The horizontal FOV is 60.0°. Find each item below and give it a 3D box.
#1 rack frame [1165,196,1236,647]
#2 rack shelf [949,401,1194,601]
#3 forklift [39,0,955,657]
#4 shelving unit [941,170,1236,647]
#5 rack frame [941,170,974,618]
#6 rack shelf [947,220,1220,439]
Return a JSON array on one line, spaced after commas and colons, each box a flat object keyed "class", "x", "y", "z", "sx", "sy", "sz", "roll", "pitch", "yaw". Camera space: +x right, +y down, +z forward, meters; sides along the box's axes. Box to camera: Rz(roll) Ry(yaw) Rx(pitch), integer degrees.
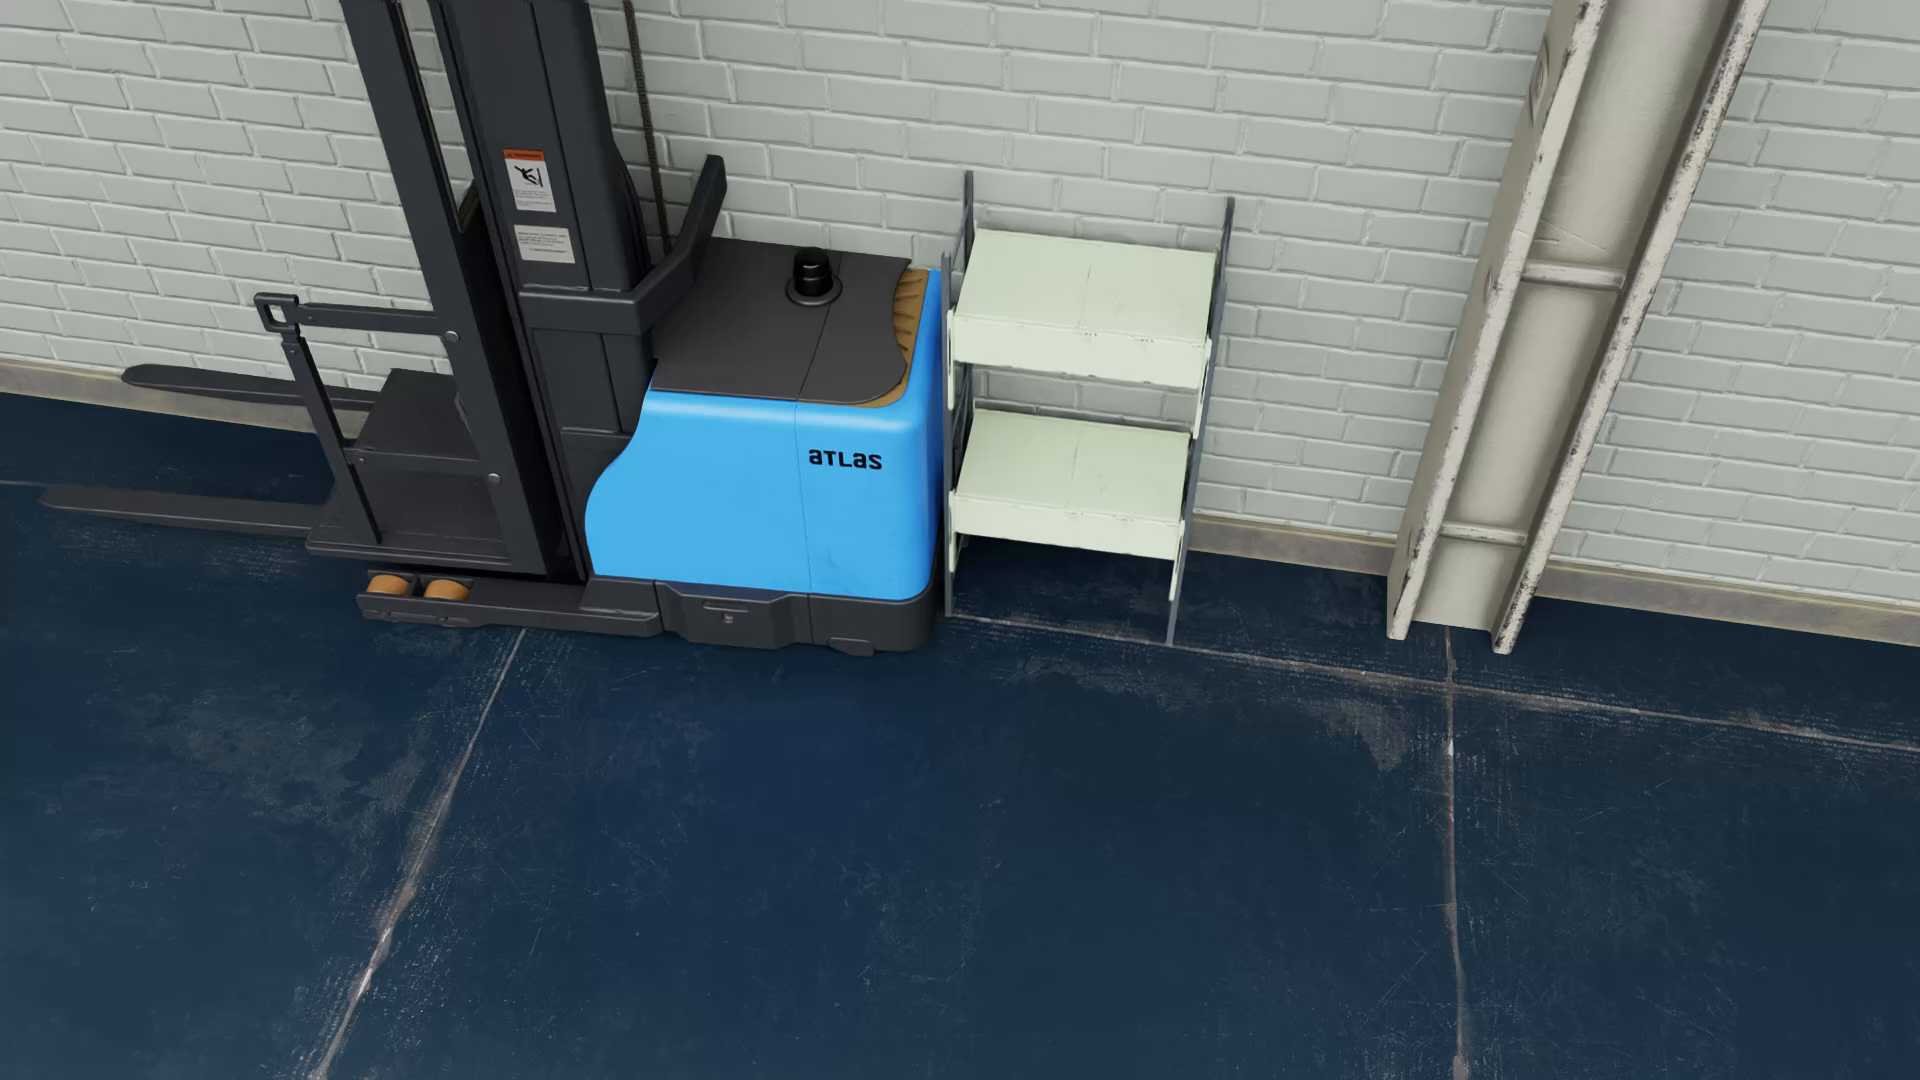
[{"class": "rack frame", "x": 0.716, "y": -0.299, "z": 5.011, "sx": 0.023, "sy": 1.500, "sz": 0.400, "roll": 7, "pitch": 48, "yaw": 6}, {"class": "rack shelf", "x": 0.355, "y": -0.127, "z": 5.294, "sx": 0.720, "sy": 0.370, "sz": 0.431, "roll": 7, "pitch": 48, "yaw": 6}, {"class": "forklift", "x": -1.543, "y": -1.079, "z": 4.749, "sx": 3.031, "sy": 2.935, "sz": 1.130, "roll": 5, "pitch": 48, "yaw": 4}, {"class": "shelving unit", "x": 0.355, "y": -0.345, "z": 5.052, "sx": 0.755, "sy": 1.500, "sz": 0.431, "roll": 7, "pitch": 48, "yaw": 6}, {"class": "rack frame", "x": -0.006, "y": -0.391, "z": 5.093, "sx": 0.023, "sy": 1.500, "sz": 0.400, "roll": 7, "pitch": 48, "yaw": 6}, {"class": "rack shelf", "x": 0.355, "y": -0.606, "z": 4.761, "sx": 0.720, "sy": 0.370, "sz": 0.431, "roll": 7, "pitch": 48, "yaw": 6}]
